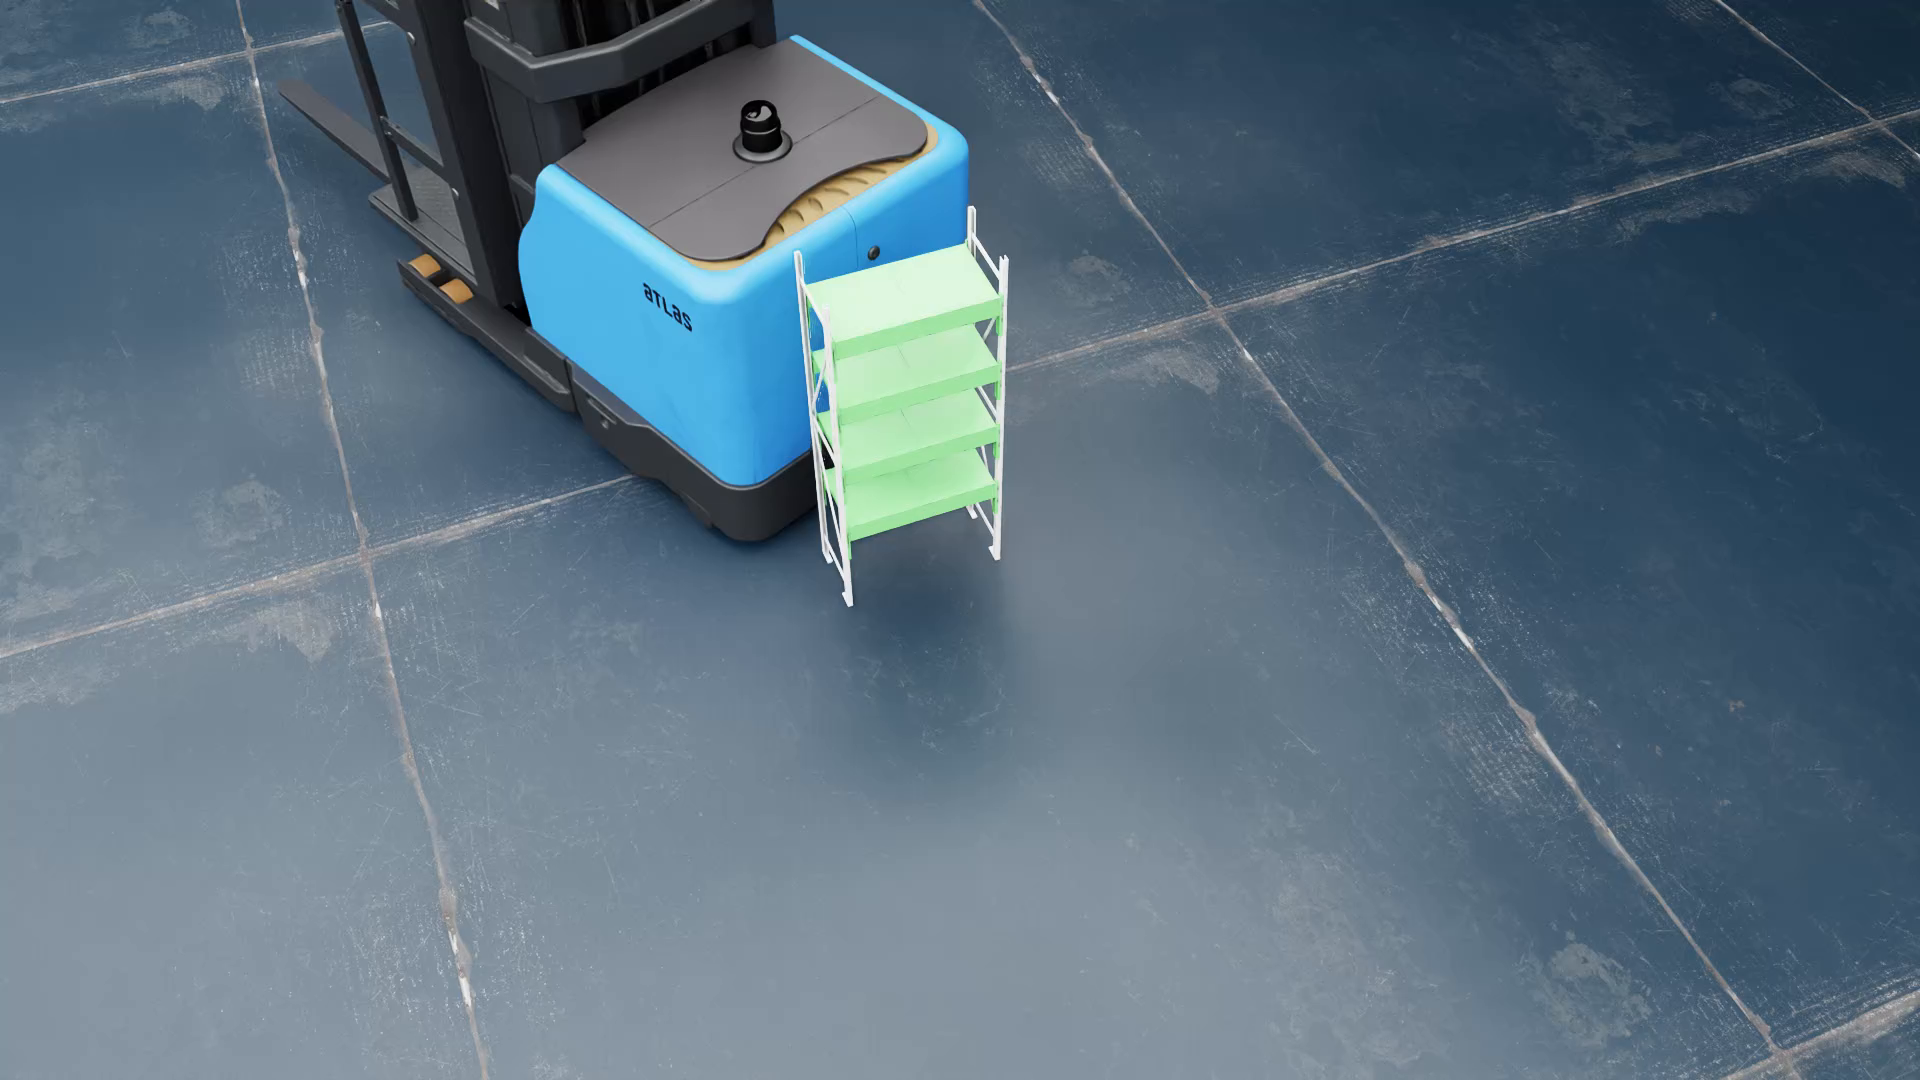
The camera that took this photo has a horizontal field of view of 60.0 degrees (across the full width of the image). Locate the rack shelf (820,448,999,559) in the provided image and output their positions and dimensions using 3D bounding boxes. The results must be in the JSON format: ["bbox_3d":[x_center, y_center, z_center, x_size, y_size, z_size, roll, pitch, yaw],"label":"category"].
[{"bbox_3d":[-0.153,-0.145,4.985,0.480,0.148,0.258,-17,52,-14],"label":"rack shelf"}]

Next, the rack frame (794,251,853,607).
[{"bbox_3d":[-0.379,-0.273,4.694,0.015,1.200,0.240,-17,52,-14],"label":"rack frame"}]

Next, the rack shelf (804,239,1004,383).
[{"bbox_3d":[-0.153,-0.615,4.438,0.480,0.148,0.258,-17,52,-14],"label":"rack shelf"}]

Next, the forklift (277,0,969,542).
[{"bbox_3d":[-1.358,-1.960,5.001,3.031,2.935,1.130,37,59,27],"label":"forklift"}]

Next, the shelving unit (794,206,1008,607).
[{"bbox_3d":[-0.153,-0.343,4.754,0.503,1.200,0.258,-17,52,-14],"label":"shelving unit"}]

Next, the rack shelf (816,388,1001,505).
[{"bbox_3d":[-0.153,-0.302,4.803,0.480,0.148,0.258,-17,52,-14],"label":"rack shelf"}]

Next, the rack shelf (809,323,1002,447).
[{"bbox_3d":[-0.153,-0.458,4.620,0.480,0.148,0.258,-17,52,-14],"label":"rack shelf"}]

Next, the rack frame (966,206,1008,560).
[{"bbox_3d":[0.073,-0.413,4.814,0.015,1.200,0.240,-17,52,-14],"label":"rack frame"}]
